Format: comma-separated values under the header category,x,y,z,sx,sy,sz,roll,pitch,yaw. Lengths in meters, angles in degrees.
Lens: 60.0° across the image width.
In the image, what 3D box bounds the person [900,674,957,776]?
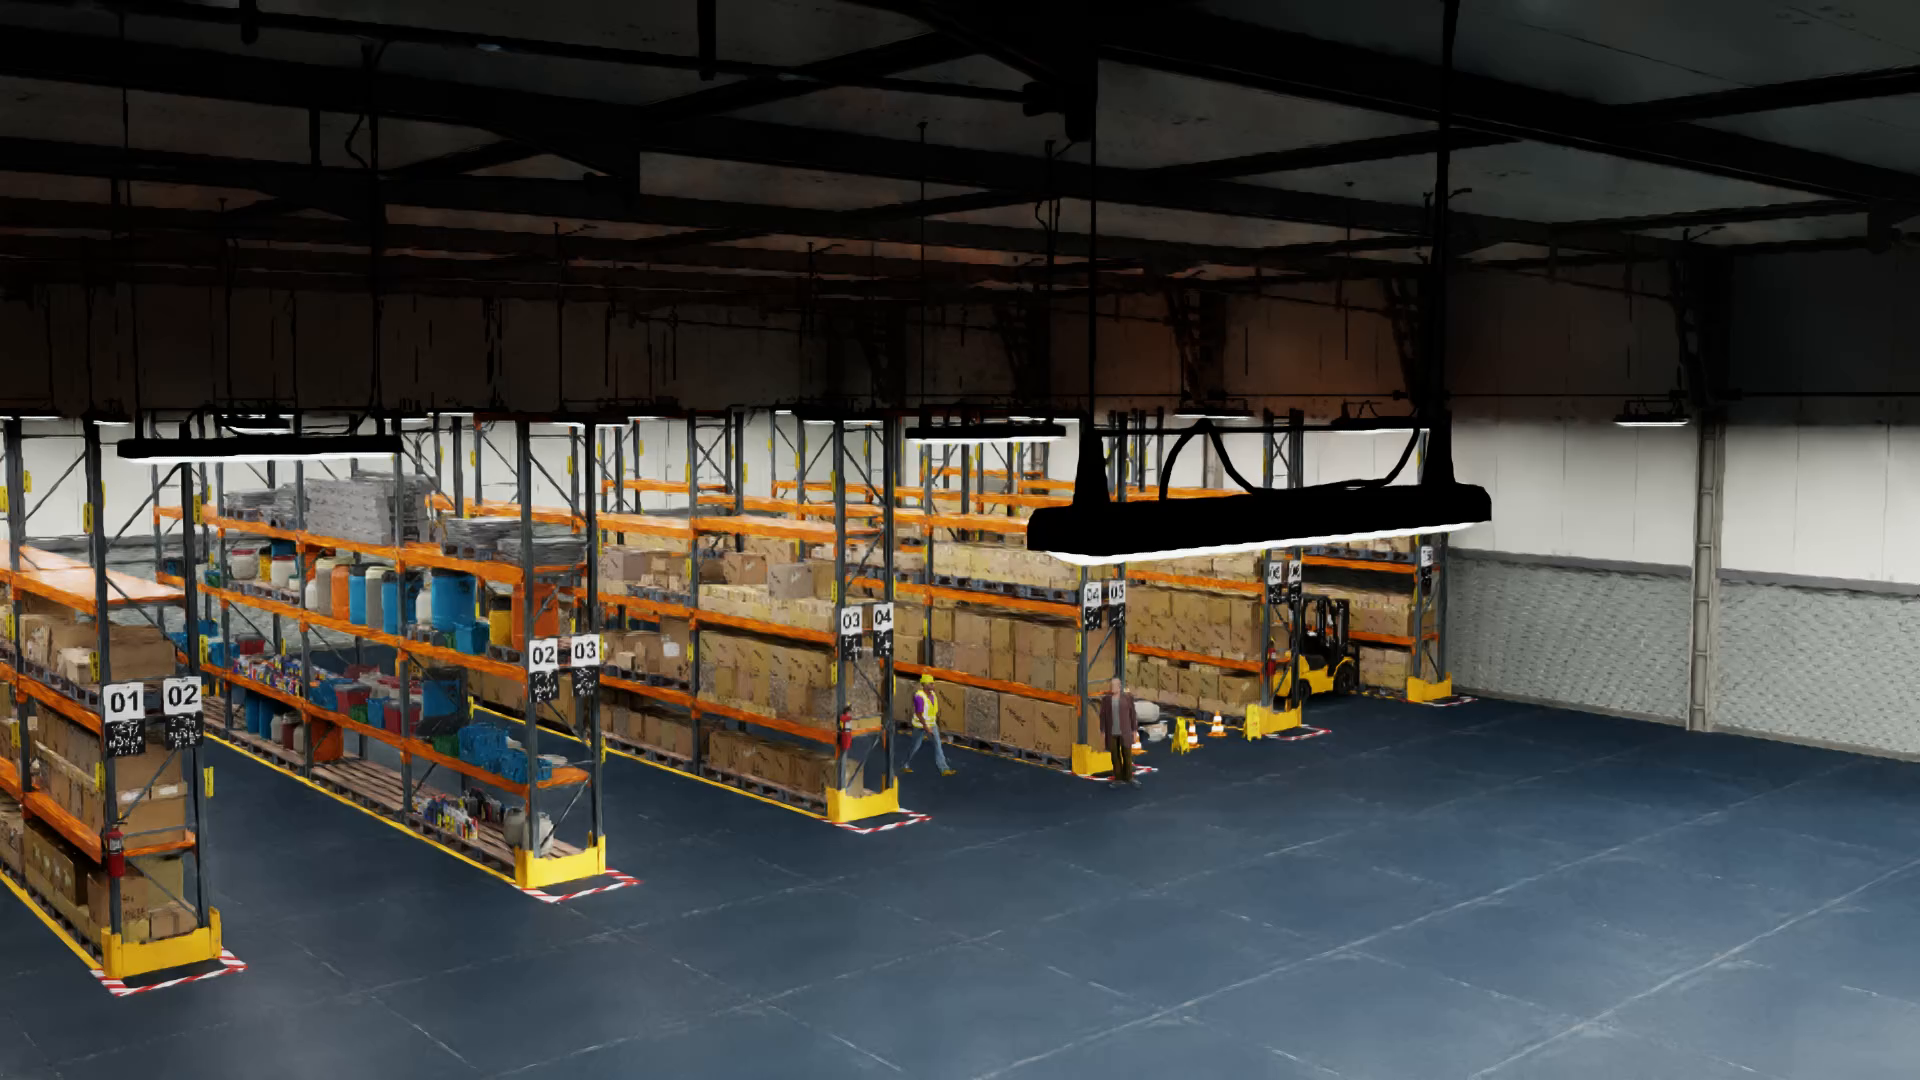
category,x,y,z,sx,sy,sz,roll,pitch,yaw
person,-0.556,3.058,27.486,1.035,1.708,0.571,4,7,40

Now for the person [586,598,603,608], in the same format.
category,x,y,z,sx,sy,sz,roll,pitch,yaw
person,-8.944,1.860,40.807,0.530,1.792,0.510,2,5,18

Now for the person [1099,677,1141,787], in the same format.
category,x,y,z,sx,sy,sz,roll,pitch,yaw
person,2.575,3.088,26.730,0.687,1.773,0.451,2,5,17

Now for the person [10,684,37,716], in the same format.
category,x,y,z,sx,sy,sz,roll,pitch,yaw
person,-16.409,2.999,29.129,0.419,1.513,1.037,-5,7,-43
